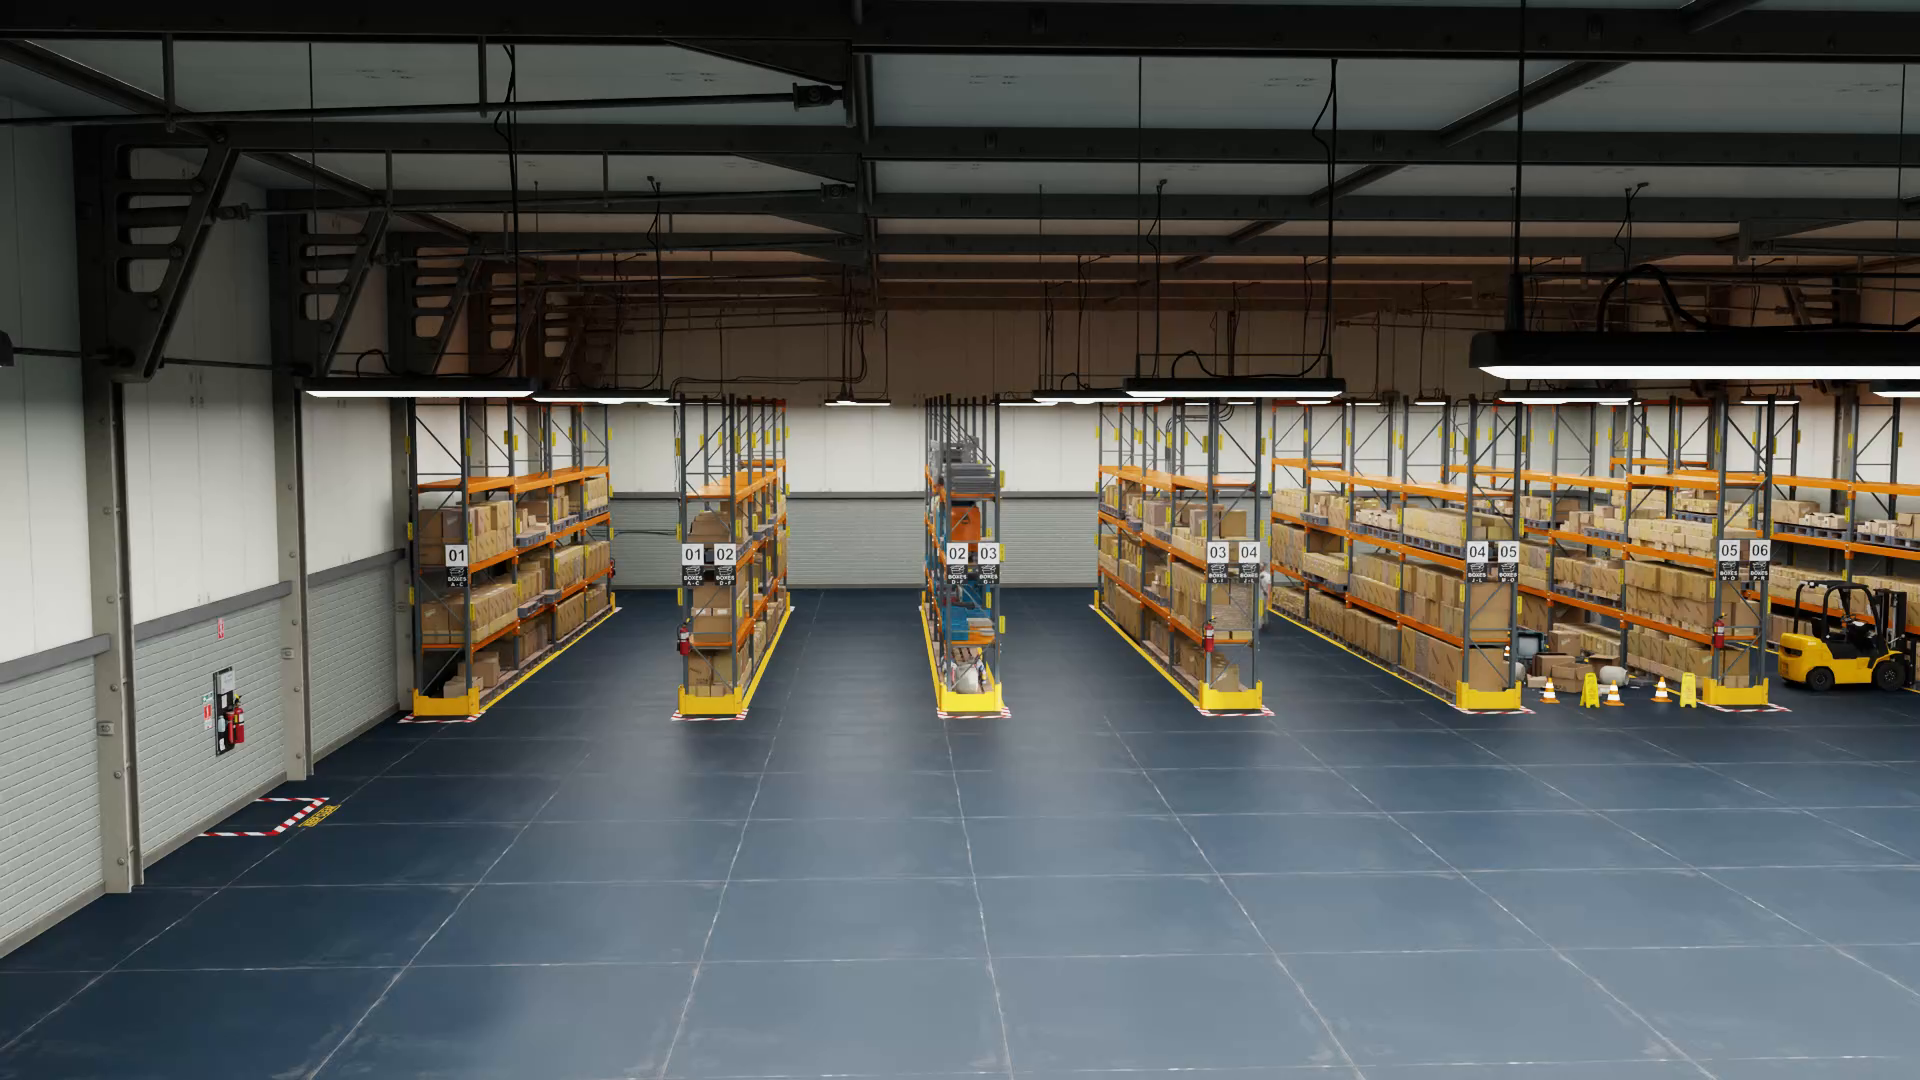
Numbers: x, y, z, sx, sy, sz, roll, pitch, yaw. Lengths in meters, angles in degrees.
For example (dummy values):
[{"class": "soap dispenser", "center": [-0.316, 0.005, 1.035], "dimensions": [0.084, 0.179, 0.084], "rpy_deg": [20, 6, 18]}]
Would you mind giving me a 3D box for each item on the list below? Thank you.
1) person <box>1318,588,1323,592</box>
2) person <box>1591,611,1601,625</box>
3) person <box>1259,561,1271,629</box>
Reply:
[{"class": "person", "center": [11.220, 0.793, 51.090], "dimensions": [0.799, 1.747, 0.605], "rpy_deg": [-4, 6, -41]}, {"class": "person", "center": [16.342, 1.494, 42.897], "dimensions": [0.345, 1.689, 0.528], "rpy_deg": [1, 5, 10]}, {"class": "person", "center": [7.764, 1.424, 43.266], "dimensions": [0.637, 1.757, 0.554], "rpy_deg": [-1, 5, -17]}]
